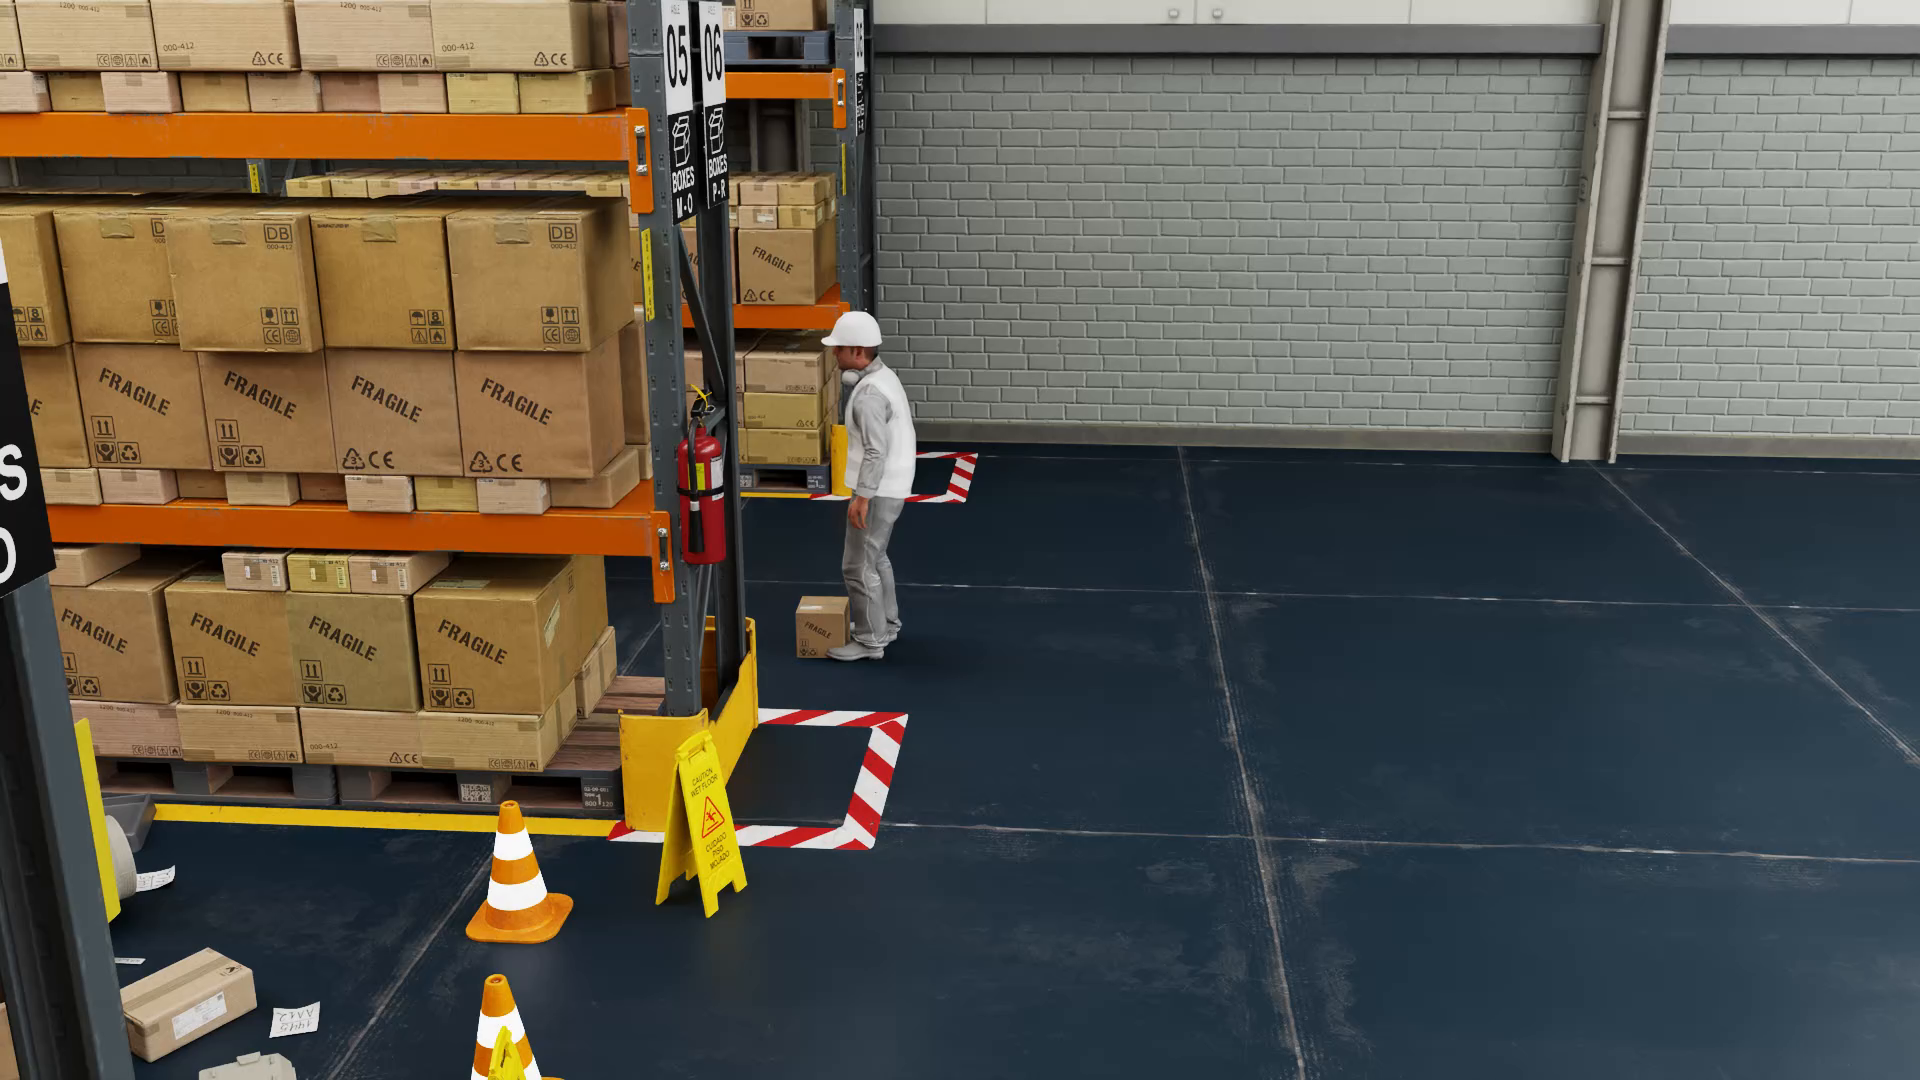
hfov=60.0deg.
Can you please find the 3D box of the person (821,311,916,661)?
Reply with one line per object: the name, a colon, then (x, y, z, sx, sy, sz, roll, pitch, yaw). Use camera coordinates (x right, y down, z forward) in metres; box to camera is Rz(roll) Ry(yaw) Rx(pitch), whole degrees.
person: (-0.453, -0.269, 8.362, 0.467, 1.773, 0.593, 0, 17, 1)
